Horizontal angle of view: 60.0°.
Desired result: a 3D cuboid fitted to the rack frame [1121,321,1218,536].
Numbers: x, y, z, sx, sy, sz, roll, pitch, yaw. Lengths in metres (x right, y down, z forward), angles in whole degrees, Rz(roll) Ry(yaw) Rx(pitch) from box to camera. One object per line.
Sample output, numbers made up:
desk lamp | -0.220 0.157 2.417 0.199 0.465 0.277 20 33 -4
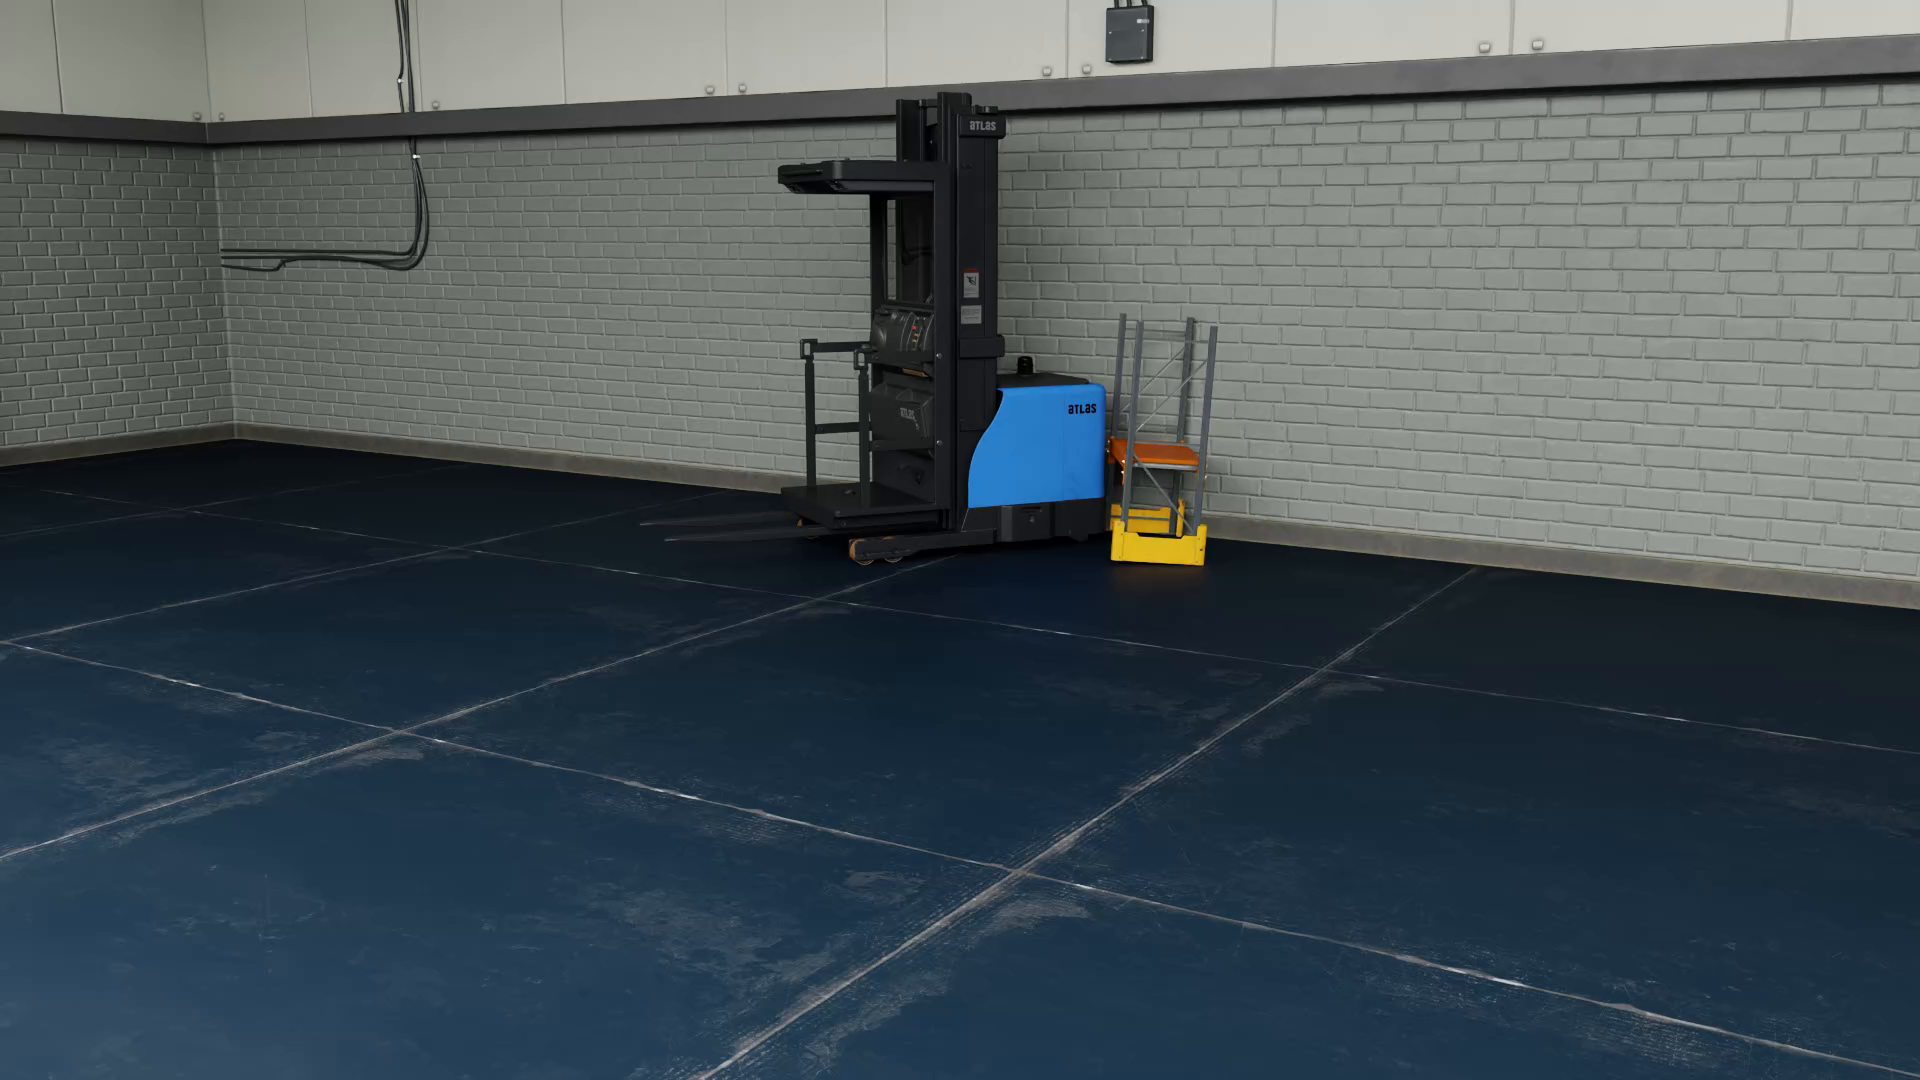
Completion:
rack frame | 1.295 -0.599 10.400 0.500 1.500 0.032 3 11 -1

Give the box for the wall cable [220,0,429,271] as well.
wall cable | -6.121 -3.785 15.569 3.097 2.526 0.112 6 12 31

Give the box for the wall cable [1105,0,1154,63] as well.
wall cable | 1.984 -6.073 10.112 2.305 6.003 0.169 6 12 31

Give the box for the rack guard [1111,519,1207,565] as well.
rack guard | 1.257 0.014 10.516 0.587 0.250 0.087 3 11 -1

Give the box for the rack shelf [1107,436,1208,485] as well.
rack shelf | 1.281 -0.516 10.933 0.538 0.185 1.000 3 11 -1

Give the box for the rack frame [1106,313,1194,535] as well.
rack frame | 1.288 -0.786 11.399 0.500 1.500 0.032 3 11 -1

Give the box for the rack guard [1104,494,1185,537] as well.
rack guard | 1.250 -0.169 11.495 0.587 0.250 0.087 3 11 -1

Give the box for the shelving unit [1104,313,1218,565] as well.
shelving unit | 1.292 -0.691 10.891 0.587 1.500 1.083 3 11 -1

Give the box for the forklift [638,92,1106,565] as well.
forklift | -0.568 -1.392 10.840 3.031 2.935 1.130 -5 12 -24
